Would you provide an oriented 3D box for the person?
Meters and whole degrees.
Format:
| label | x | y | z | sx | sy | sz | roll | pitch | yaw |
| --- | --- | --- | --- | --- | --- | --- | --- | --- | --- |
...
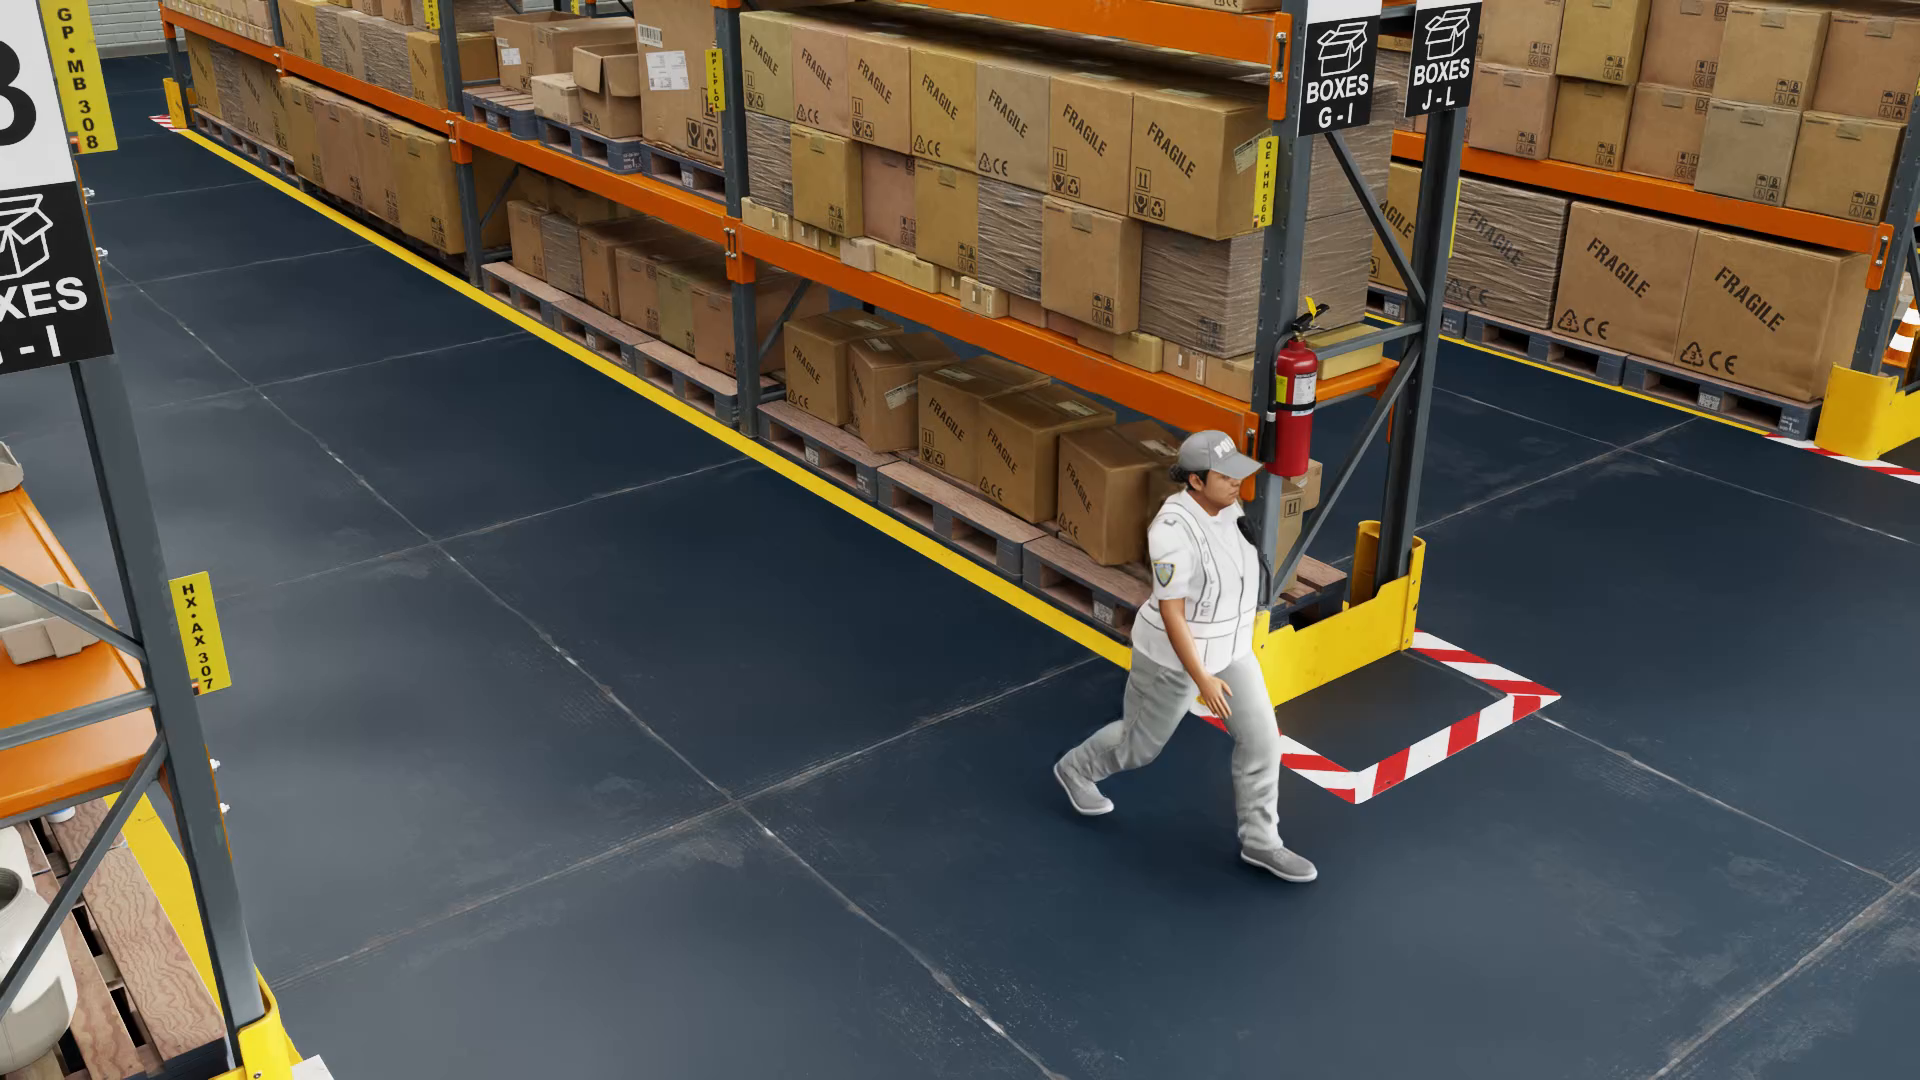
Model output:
| label | x | y | z | sx | sy | sz | roll | pitch | yaw |
| --- | --- | --- | --- | --- | --- | --- | --- | --- | --- |
| person | 0.820 | 0.373 | 5.806 | 0.487 | 1.606 | 1.031 | -22 | 33 | -39 |
